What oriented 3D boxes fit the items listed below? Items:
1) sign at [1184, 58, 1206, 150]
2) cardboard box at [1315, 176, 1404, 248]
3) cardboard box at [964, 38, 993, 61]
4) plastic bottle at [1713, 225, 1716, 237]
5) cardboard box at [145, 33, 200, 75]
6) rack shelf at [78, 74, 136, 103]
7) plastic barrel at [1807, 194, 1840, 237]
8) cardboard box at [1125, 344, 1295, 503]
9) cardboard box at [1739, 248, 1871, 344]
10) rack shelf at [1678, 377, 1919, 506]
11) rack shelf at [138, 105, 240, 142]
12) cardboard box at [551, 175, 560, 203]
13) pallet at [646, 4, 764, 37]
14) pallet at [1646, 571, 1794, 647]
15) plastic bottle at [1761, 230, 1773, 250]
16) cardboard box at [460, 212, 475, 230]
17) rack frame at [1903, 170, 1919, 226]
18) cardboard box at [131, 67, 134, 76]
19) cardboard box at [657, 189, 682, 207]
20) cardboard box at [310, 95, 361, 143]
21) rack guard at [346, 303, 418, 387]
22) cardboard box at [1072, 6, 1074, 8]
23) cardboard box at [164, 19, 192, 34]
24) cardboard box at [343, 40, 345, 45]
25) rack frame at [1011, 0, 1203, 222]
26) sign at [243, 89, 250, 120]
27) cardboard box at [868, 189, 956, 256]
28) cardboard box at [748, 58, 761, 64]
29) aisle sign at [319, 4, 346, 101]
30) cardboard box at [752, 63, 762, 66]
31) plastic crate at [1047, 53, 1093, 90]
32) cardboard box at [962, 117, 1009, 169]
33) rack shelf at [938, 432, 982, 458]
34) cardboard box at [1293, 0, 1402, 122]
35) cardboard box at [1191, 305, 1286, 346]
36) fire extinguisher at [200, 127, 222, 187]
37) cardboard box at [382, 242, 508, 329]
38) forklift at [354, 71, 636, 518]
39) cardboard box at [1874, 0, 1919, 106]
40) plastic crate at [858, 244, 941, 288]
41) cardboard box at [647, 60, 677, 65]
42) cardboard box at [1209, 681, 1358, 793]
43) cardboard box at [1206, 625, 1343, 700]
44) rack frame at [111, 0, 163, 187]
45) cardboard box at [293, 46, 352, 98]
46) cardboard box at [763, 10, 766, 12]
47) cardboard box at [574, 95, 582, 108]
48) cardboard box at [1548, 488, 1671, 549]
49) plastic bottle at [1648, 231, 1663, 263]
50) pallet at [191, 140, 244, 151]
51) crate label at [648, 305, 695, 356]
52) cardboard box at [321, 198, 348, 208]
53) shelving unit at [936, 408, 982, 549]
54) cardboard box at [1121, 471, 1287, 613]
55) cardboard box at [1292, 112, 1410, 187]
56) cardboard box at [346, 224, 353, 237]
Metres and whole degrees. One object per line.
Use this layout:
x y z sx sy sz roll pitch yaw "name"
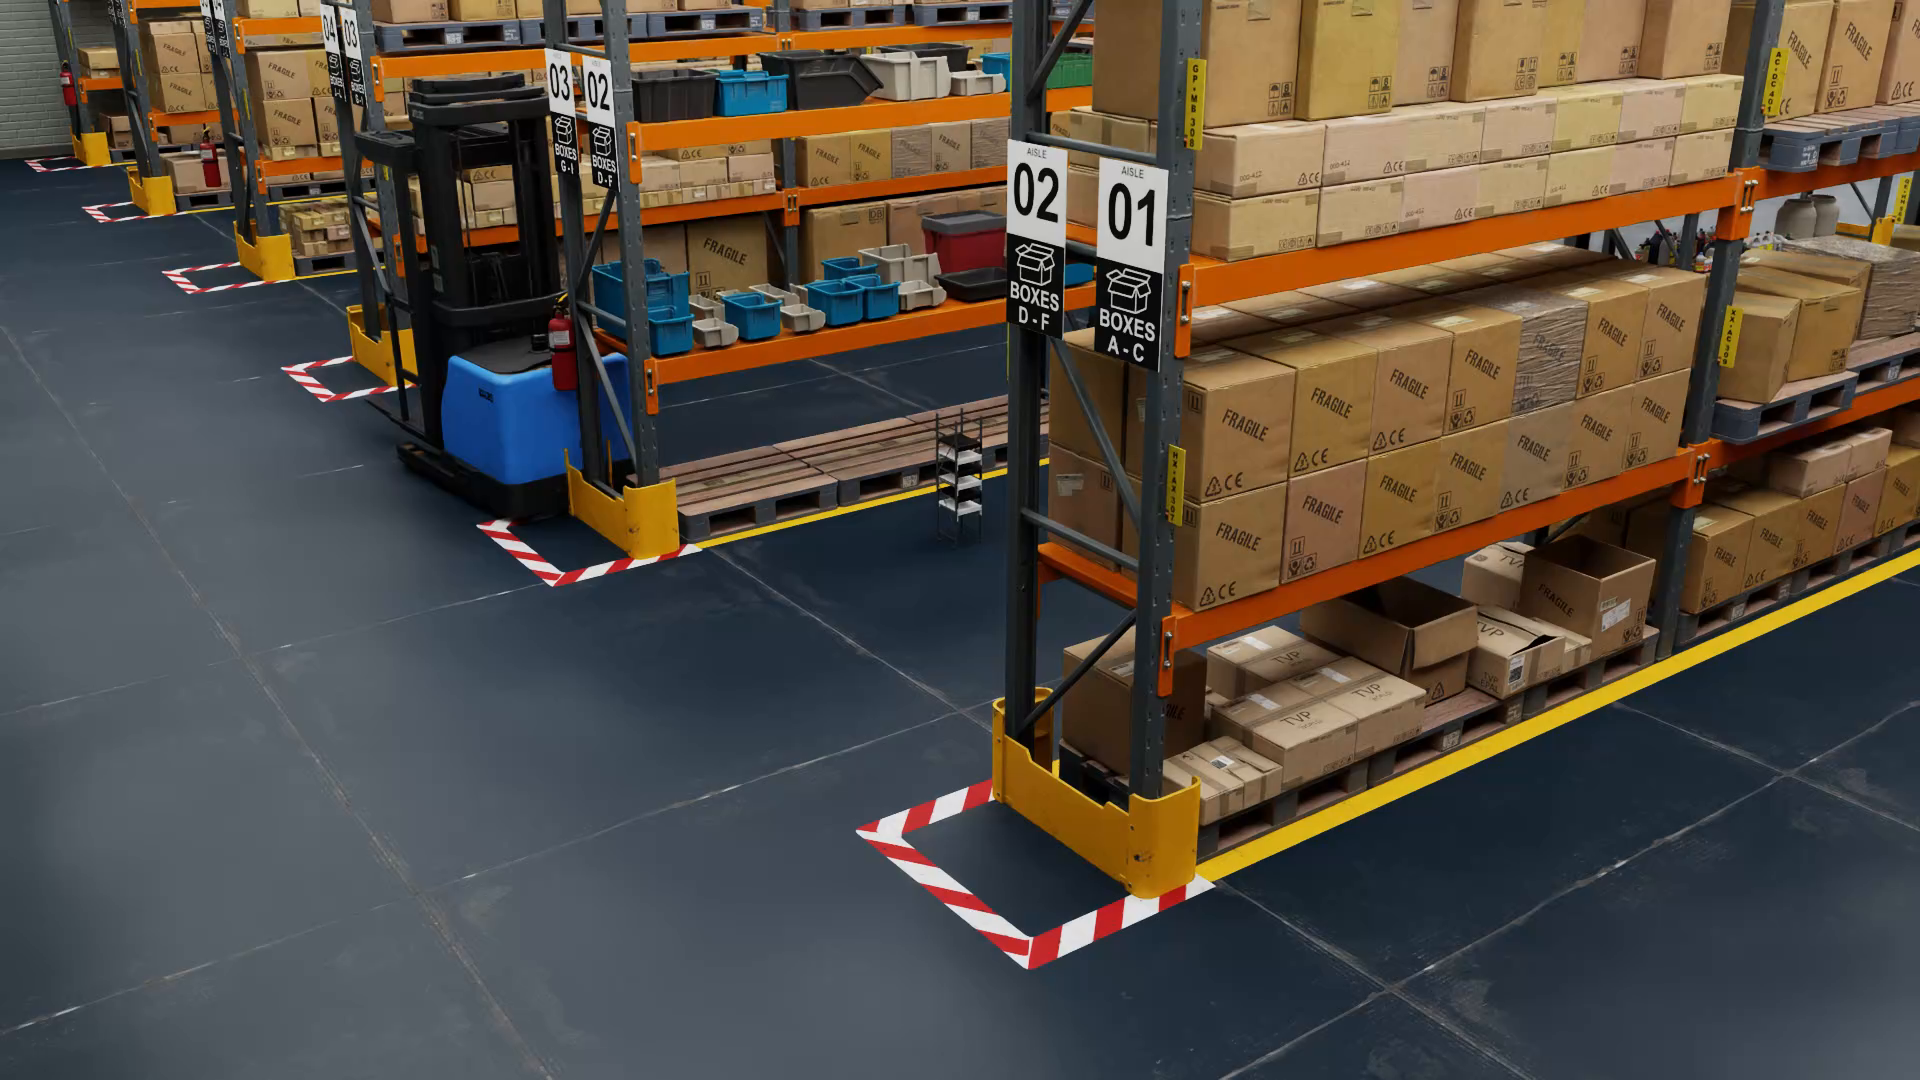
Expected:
0.870 -1.618 6.178 0.005 0.325 0.100 -15 26 -33 "sign"
1.532 -1.445 7.125 0.500 0.250 0.500 -15 26 -33 "cardboard box"
0.059 -7.146 23.774 0.500 0.500 0.700 -15 26 -33 "cardboard box"
8.719 -3.501 19.210 0.097 0.271 0.097 0 22 0 "plastic bottle"
-10.461 -6.474 22.089 0.500 0.500 0.500 -16 27 -34 "cardboard box"
-12.296 -7.536 27.205 4.000 0.370 1.077 -15 26 -33 "rack shelf"
10.161 -3.811 19.689 0.421 0.512 0.421 0 22 0 "plastic barrel"
1.067 -0.510 7.143 0.500 0.500 0.500 -14 26 -31 "cardboard box"
5.198 -1.490 10.383 0.700 0.500 0.500 17 27 36 "cardboard box"
5.423 -0.947 10.692 4.000 0.370 1.077 -15 26 -33 "rack shelf"
-9.394 -6.043 23.465 4.000 0.370 1.077 -15 26 -33 "rack shelf"
-3.854 -3.277 15.362 0.500 0.250 0.500 -16 27 -35 "cardboard box"
-2.653 -5.007 15.970 1.213 0.211 1.003 -15 26 -33 "pallet"
4.438 0.260 10.461 1.213 0.211 1.003 -15 26 -33 "pallet"
8.951 -3.268 18.518 0.185 0.351 0.144 -14 26 -31 "plastic bottle"
-4.541 -2.880 14.906 0.250 0.149 0.380 -15 26 -34 "cardboard box"
7.047 -1.714 11.644 0.127 3.000 1.000 -15 26 -33 "rack frame"
-13.120 -7.445 26.347 0.250 0.149 0.380 -15 26 -34 "cardboard box"
-2.874 -3.325 16.021 0.250 0.149 0.380 -14 26 -32 "cardboard box"
-7.099 -4.800 18.841 0.500 0.500 0.500 -15 26 -33 "cardboard box"
-5.249 -1.797 15.226 0.348 0.500 1.175 -15 26 -33 "rack guard"
1.507 -6.195 19.029 0.500 0.250 0.500 -15 26 -33 "cardboard box"
-10.396 -6.829 22.102 0.250 0.149 0.380 -14 26 -32 "cardboard box"
-6.990 -5.525 19.310 0.500 0.500 0.500 -13 25 -30 "cardboard box"
0.553 -2.769 6.193 0.127 3.000 1.000 -15 26 -33 "rack frame"
-7.727 -4.716 18.000 0.005 0.325 0.100 -15 26 -33 "sign"
-0.750 -3.376 18.109 0.875 0.875 1.225 -16 27 -35 "cardboard box"
-2.672 -6.354 22.242 0.250 0.149 0.380 -16 27 -35 "cardboard box"
-5.463 -4.245 14.481 0.004 0.787 0.394 -15 26 -33 "aisle sign"
-2.512 -6.100 21.605 0.250 0.149 0.380 -15 26 -33 "cardboard box"
0.743 -3.451 12.236 0.662 0.188 0.450 -15 26 -33 "plastic crate"
0.181 -4.340 18.092 0.500 0.500 0.500 -16 27 -35 "cardboard box"
-0.007 -0.636 11.137 0.200 0.077 0.258 -15 26 -33 "rack shelf"
1.416 -2.085 7.043 0.500 0.500 0.700 -15 26 -33 "cardboard box"
1.163 -0.782 7.824 0.500 0.500 0.500 -14 26 -31 "cardboard box"
-8.518 -4.353 18.864 0.183 0.674 0.296 -15 26 -33 "fire extinguisher"
-4.757 -2.334 15.499 0.875 0.875 0.875 -15 26 -33 "cardboard box"
-3.692 -1.987 12.420 1.130 2.935 3.031 -17 28 -37 "forklift"
5.333 -2.906 9.747 0.600 0.600 0.600 -16 27 -35 "cardboard box"
-0.437 -2.037 12.532 0.530 0.282 0.437 -15 26 -33 "plastic crate"
-4.782 -7.419 26.144 0.500 0.250 0.500 -16 27 -35 "cardboard box"
1.566 0.950 8.085 0.500 0.250 0.500 -15 26 -33 "cardboard box"
1.639 0.702 8.706 0.500 0.250 0.500 -15 26 -33 "cardboard box"
-11.017 -5.945 22.247 0.127 3.000 1.000 -15 26 -33 "rack frame"
-7.119 -5.255 18.633 0.500 0.500 0.500 -14 26 -31 "cardboard box"
-3.360 -8.796 27.415 0.250 0.149 0.380 -16 27 -35 "cardboard box"
-5.859 -6.568 26.109 0.875 0.875 0.875 -15 26 -32 "cardboard box"
4.033 -0.084 10.340 0.500 0.500 0.500 -15 26 -33 "cardboard box"
7.758 -3.271 18.526 0.185 0.351 0.144 -16 27 -34 "plastic bottle"
-12.221 -6.594 27.636 1.213 0.211 1.003 -15 26 -33 "pallet"
-1.944 -1.378 10.947 0.303 0.233 0.416 -15 26 -33 "crate label"
-7.389 -3.947 19.717 0.250 0.149 0.380 -16 27 -34 "cardboard box"
-0.007 -0.416 11.225 0.210 0.900 0.258 -15 26 -33 "shelving unit"
1.067 -0.045 7.328 0.500 0.500 0.500 -14 26 -32 "cardboard box"
1.532 -1.677 7.032 0.500 0.250 0.500 -15 26 -33 "cardboard box"
-7.067 -3.645 19.361 0.250 0.149 0.380 -15 26 -32 "cardboard box"
